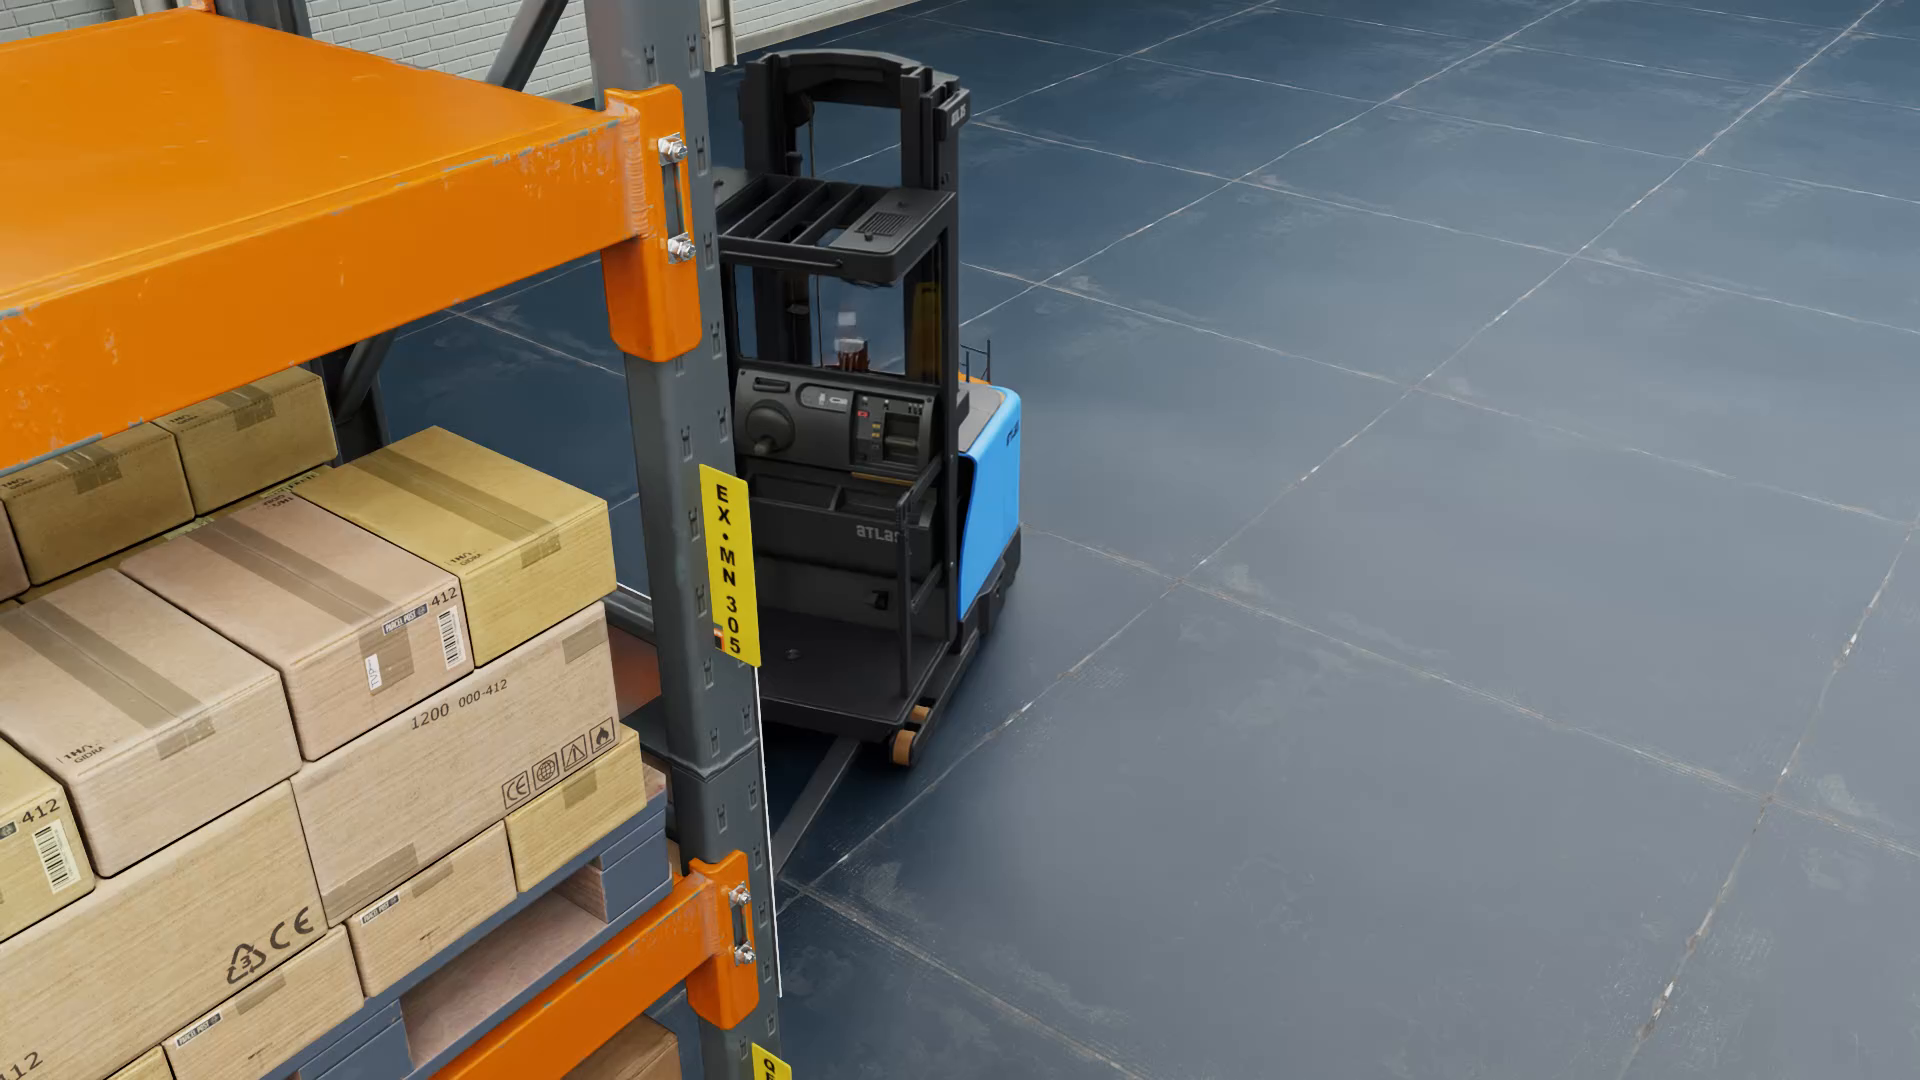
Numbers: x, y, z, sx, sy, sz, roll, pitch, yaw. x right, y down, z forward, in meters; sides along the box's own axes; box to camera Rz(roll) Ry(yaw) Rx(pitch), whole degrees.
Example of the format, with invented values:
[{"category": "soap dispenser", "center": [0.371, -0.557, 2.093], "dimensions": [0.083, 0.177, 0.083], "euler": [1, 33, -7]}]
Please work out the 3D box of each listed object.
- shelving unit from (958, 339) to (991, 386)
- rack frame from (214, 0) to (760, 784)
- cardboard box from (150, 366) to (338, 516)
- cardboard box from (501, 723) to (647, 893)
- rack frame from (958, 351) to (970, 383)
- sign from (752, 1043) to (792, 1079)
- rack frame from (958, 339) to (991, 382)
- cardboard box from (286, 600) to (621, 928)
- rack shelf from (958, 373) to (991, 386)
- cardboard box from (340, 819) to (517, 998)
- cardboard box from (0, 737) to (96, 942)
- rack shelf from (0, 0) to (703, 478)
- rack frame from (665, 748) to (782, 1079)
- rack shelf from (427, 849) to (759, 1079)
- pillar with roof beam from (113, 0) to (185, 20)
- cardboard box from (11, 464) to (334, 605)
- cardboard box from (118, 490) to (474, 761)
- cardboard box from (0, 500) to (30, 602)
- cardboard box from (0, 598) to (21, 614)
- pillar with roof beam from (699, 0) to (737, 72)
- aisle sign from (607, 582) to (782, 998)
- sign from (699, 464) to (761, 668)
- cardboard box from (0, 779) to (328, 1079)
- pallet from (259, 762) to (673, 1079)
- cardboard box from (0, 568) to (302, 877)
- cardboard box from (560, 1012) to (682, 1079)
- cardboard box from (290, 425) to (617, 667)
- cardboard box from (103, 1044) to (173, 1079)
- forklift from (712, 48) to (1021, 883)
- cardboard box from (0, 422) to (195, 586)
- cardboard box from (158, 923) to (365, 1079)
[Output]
[{"category": "shelving unit", "center": [0.009, -0.522, 8.954], "dimensions": [0.258, 1.200, 0.189], "euler": [21, 37, 31]}, {"category": "rack frame", "center": [-0.772, -1.075, 2.237], "dimensions": [1.000, 3.000, 0.127], "euler": [21, 37, 31]}, {"category": "cardboard box", "center": [-1.227, -0.205, 2.666], "dimensions": [0.380, 0.149, 0.250], "euler": [22, 37, 32]}, {"category": "cardboard box", "center": [-0.702, 0.340, 2.529], "dimensions": [0.380, 0.149, 0.250], "euler": [21, 37, 31]}, {"category": "rack frame", "center": [-0.047, -0.485, 8.891], "dimensions": [0.240, 1.200, 0.006], "euler": [21, 37, 31]}, {"category": "sign", "center": [-0.348, 1.079, 3.119], "dimensions": [0.100, 0.325, 0.005], "euler": [21, 37, 31]}, {"category": "rack frame", "center": [0.064, -0.559, 9.017], "dimensions": [0.240, 1.200, 0.006], "euler": [21, 37, 31]}, {"category": "cardboard box", "center": [-0.845, 0.214, 2.351], "dimensions": [0.500, 0.250, 0.500], "euler": [22, 37, 32]}, {"category": "rack shelf", "center": [0.009, -0.794, 8.793], "dimensions": [0.258, 0.103, 0.180], "euler": [21, 37, 31]}, {"category": "cardboard box", "center": [-0.855, 0.442, 2.357], "dimensions": [0.380, 0.149, 0.250], "euler": [21, 37, 32]}, {"category": "cardboard box", "center": [-1.166, 0.310, 1.798], "dimensions": [0.380, 0.149, 0.250], "euler": [22, 37, 32]}, {"category": "rack shelf", "center": [-1.979, 0.220, 1.150], "dimensions": [1.077, 0.370, 4.000], "euler": [21, 37, 31]}, {"category": "rack frame", "center": [-0.772, 1.506, 3.766], "dimensions": [1.000, 3.000, 0.127], "euler": [21, 37, 31]}, {"category": "rack shelf", "center": [-1.979, 1.338, 1.813], "dimensions": [1.077, 0.370, 4.000], "euler": [21, 37, 31]}, {"category": "pillar with roof beam", "center": [-2.824, -5.191, 9.183], "dimensions": [9.100, 9.000, 0.400], "euler": [21, 37, 31]}, {"category": "cardboard box", "center": [-1.268, 0.046, 2.634], "dimensions": [0.500, 0.250, 0.500], "euler": [21, 37, 31]}, {"category": "cardboard box", "center": [-0.857, 0.100, 2.152], "dimensions": [0.380, 0.149, 0.250], "euler": [21, 37, 32]}, {"category": "cardboard box", "center": [-1.533, 0.001, 2.319], "dimensions": [0.380, 0.149, 0.250], "euler": [21, 36, 31]}, {"category": "cardboard box", "center": [-1.573, 0.253, 2.285], "dimensions": [0.500, 0.250, 0.500], "euler": [21, 36, 31]}, {"category": "pillar with roof beam", "center": [0.798, -7.630, 13.298], "dimensions": [9.100, 9.000, 0.400], "euler": [21, 37, 31]}, {"category": "aisle sign", "center": [-0.490, 0.451, 2.996], "dimensions": [0.394, 0.787, 0.004], "euler": [21, 37, 31]}, {"category": "sign", "center": [-0.348, 0.042, 2.505], "dimensions": [0.100, 0.325, 0.005], "euler": [21, 37, 31]}, {"category": "cardboard box", "center": [-1.147, 0.417, 2.008], "dimensions": [0.500, 0.250, 0.500], "euler": [21, 37, 31]}, {"category": "pallet", "center": [-1.211, 0.559, 2.510], "dimensions": [1.003, 0.211, 1.213], "euler": [21, 37, 31]}, {"category": "cardboard box", "center": [-1.011, 0.204, 1.976], "dimensions": [0.380, 0.149, 0.250], "euler": [22, 37, 32]}, {"category": "cardboard box", "center": [-1.027, 1.116, 3.218], "dimensions": [0.875, 0.550, 0.550], "euler": [21, 37, 31]}, {"category": "cardboard box", "center": [-0.705, -0.001, 2.322], "dimensions": [0.380, 0.149, 0.250], "euler": [22, 37, 32]}, {"category": "cardboard box", "center": [-1.163, 0.649, 2.007], "dimensions": [0.380, 0.149, 0.250], "euler": [21, 37, 32]}, {"category": "forklift", "center": [-0.625, -0.469, 7.167], "dimensions": [1.130, 2.935, 3.031], "euler": [10, 32, 16]}, {"category": "cardboard box", "center": [-1.379, -0.104, 2.495], "dimensions": [0.380, 0.149, 0.250], "euler": [21, 37, 32]}, {"category": "cardboard box", "center": [-1.010, 0.546, 2.180], "dimensions": [0.380, 0.149, 0.250], "euler": [22, 37, 32]}]
